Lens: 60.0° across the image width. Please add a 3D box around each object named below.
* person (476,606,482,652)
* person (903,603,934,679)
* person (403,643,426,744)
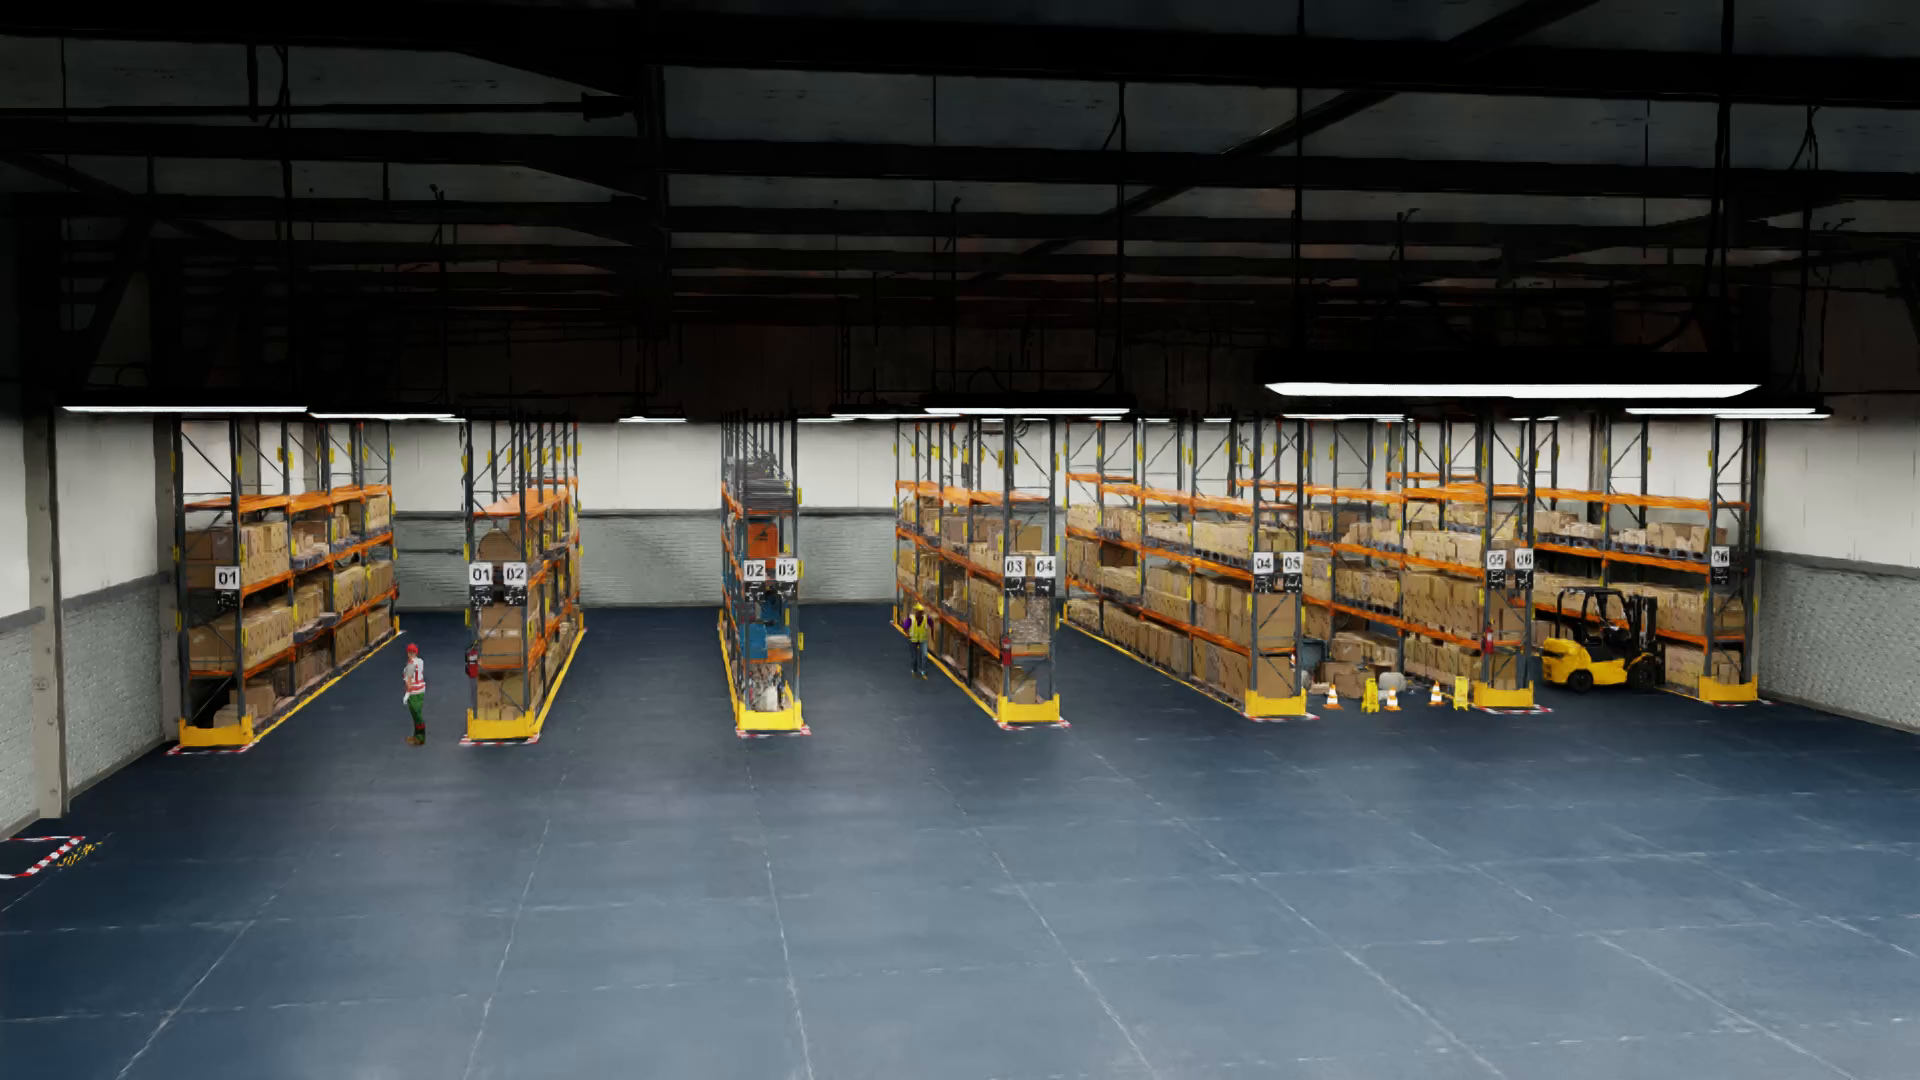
[{"bbox_3d":[-11.854,2.020,41.541,0.592,1.629,0.525,-1,4,-12],"label":"person"},{"bbox_3d":[-0.931,2.256,37.495,0.734,1.697,0.856,0,4,-4],"label":"person"},{"bbox_3d":[-9.789,2.737,29.803,0.482,1.782,0.695,0,4,1],"label":"person"}]
